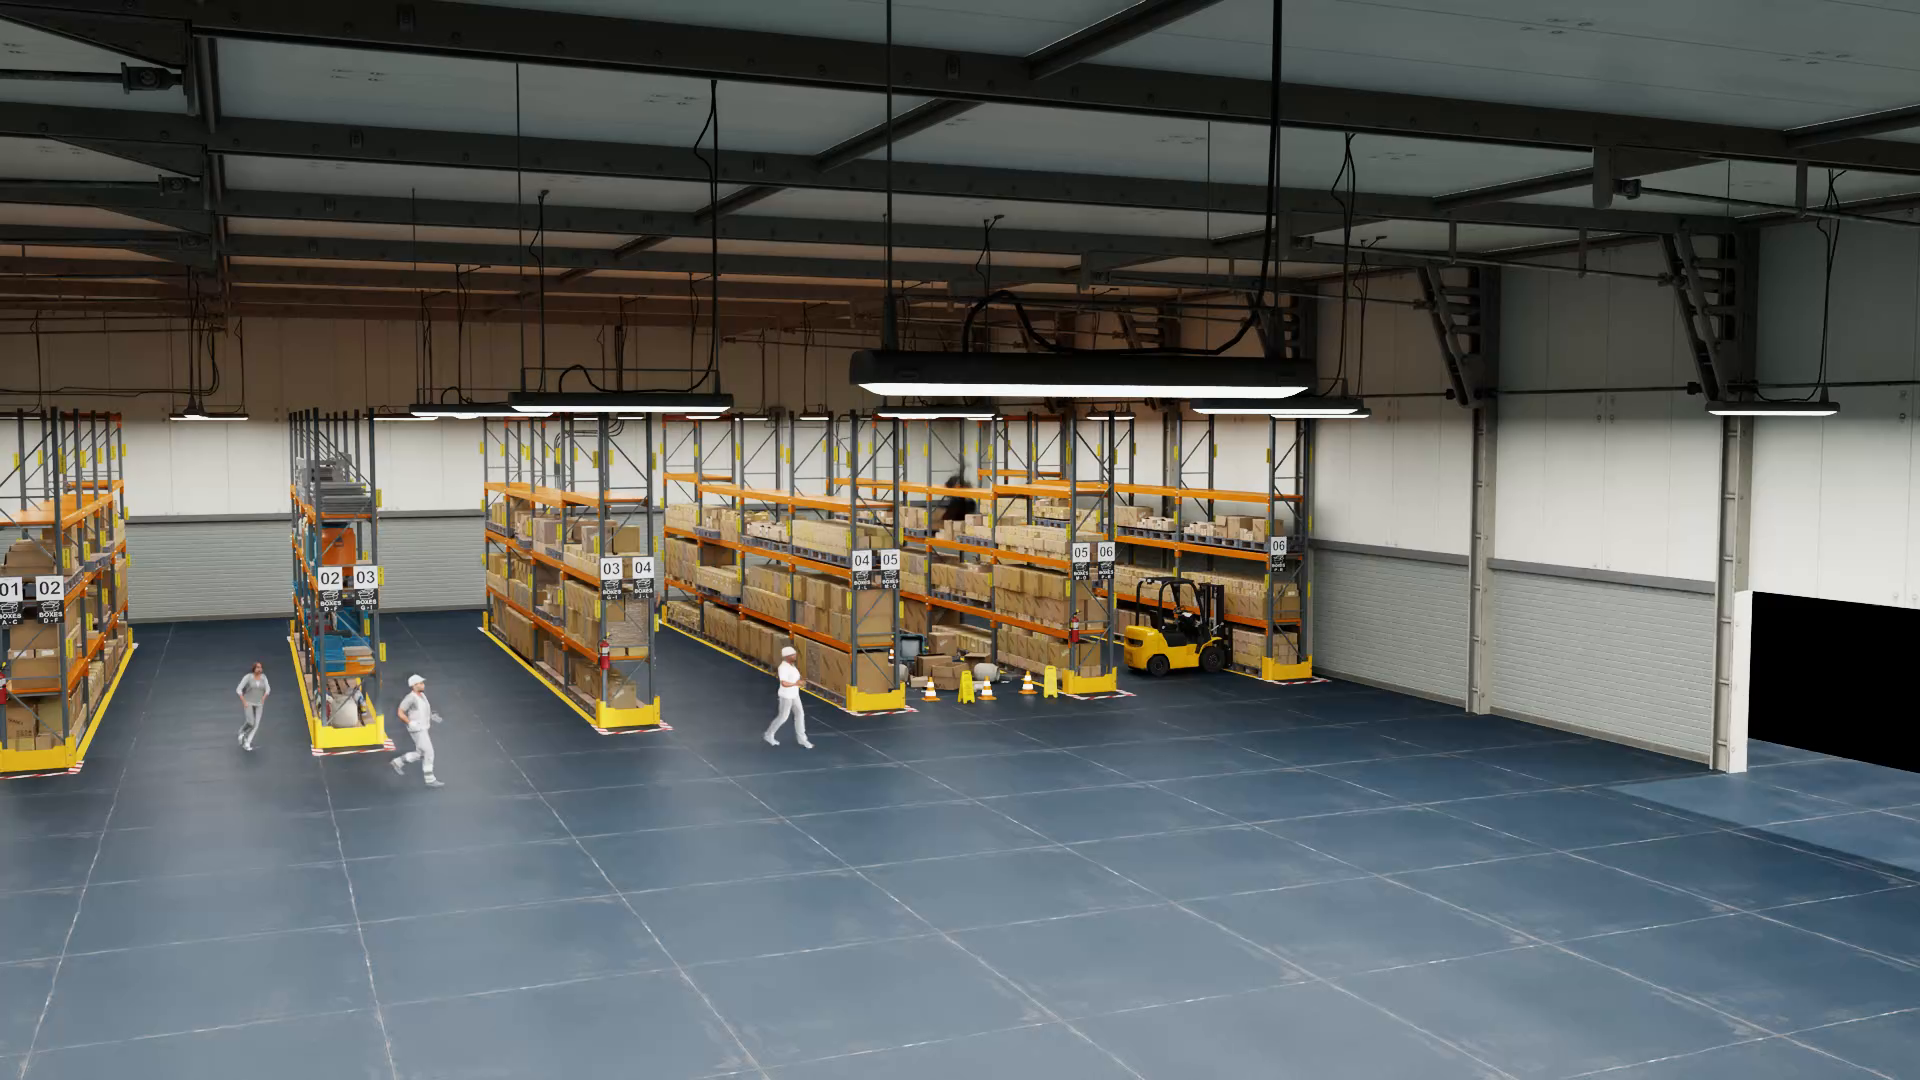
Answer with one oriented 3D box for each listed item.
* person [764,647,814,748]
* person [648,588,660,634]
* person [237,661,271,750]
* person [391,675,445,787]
[{"bbox_3d":[-3.033,2.776,29.241,0.883,1.805,0.689,1,4,14],"label":"person"},{"bbox_3d":[-8.258,1.825,44.208,0.616,1.619,0.619,-1,4,-17],"label":"person"},{"bbox_3d":[-12.441,2.913,29.342,0.550,1.555,0.505,-4,6,-44],"label":"person"},{"bbox_3d":[-8.578,2.974,26.204,0.872,1.701,0.655,0,4,1],"label":"person"}]
